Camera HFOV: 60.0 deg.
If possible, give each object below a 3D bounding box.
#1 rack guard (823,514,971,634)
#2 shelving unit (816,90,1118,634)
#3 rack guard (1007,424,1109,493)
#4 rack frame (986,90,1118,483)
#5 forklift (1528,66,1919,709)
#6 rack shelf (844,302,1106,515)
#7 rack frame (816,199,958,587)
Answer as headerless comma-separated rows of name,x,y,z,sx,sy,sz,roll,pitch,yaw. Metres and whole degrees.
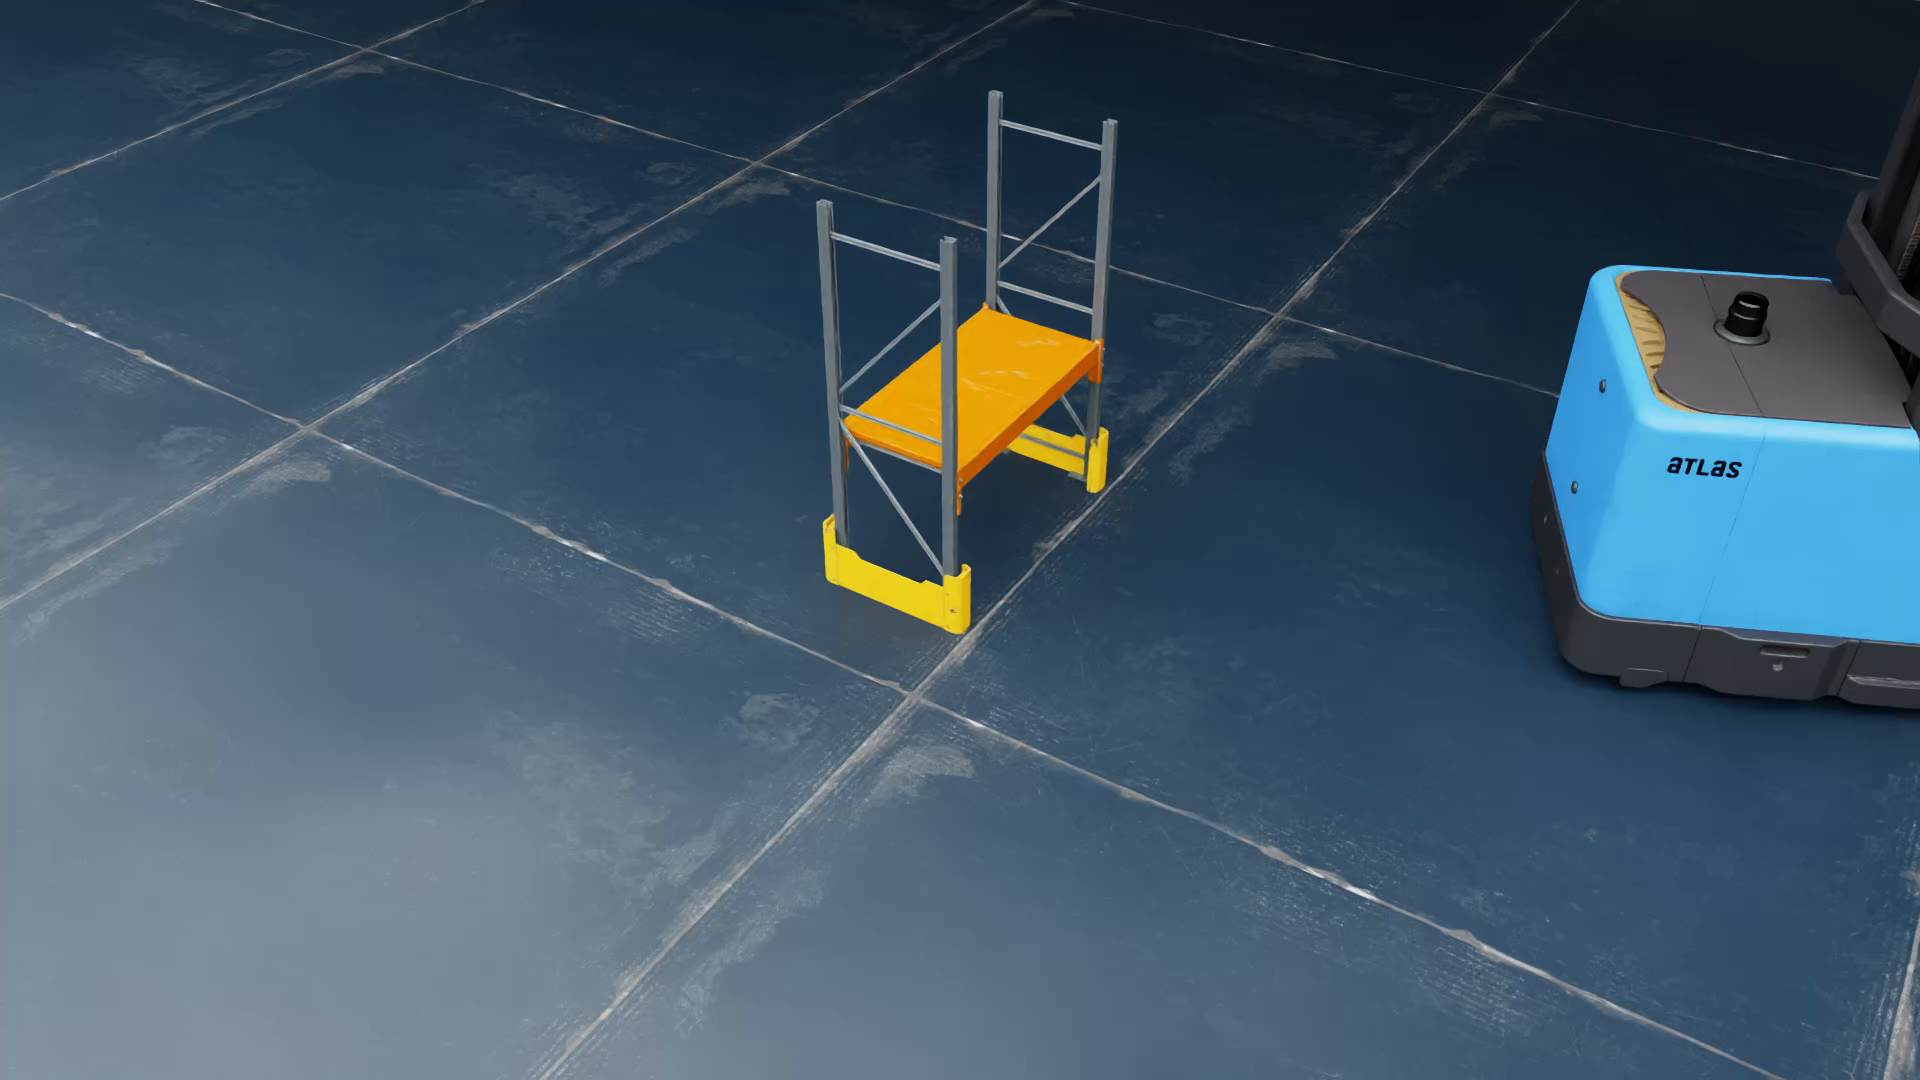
rack guard,-0.226,0.118,5.892,0.587,0.250,0.087,21,42,25
shelving unit,0.041,-0.633,5.843,0.587,1.500,1.083,21,42,25
rack guard,0.308,-0.395,6.558,0.587,0.250,0.087,21,42,25
rack frame,0.318,-0.900,6.189,0.500,1.500,0.032,21,42,25
forklift,3.595,-0.852,4.954,3.031,2.935,1.130,5,38,6
rack shelf,0.046,-0.496,5.959,0.538,0.185,1.000,21,42,25
rack frame,-0.227,-0.376,5.509,0.500,1.500,0.032,21,42,25
